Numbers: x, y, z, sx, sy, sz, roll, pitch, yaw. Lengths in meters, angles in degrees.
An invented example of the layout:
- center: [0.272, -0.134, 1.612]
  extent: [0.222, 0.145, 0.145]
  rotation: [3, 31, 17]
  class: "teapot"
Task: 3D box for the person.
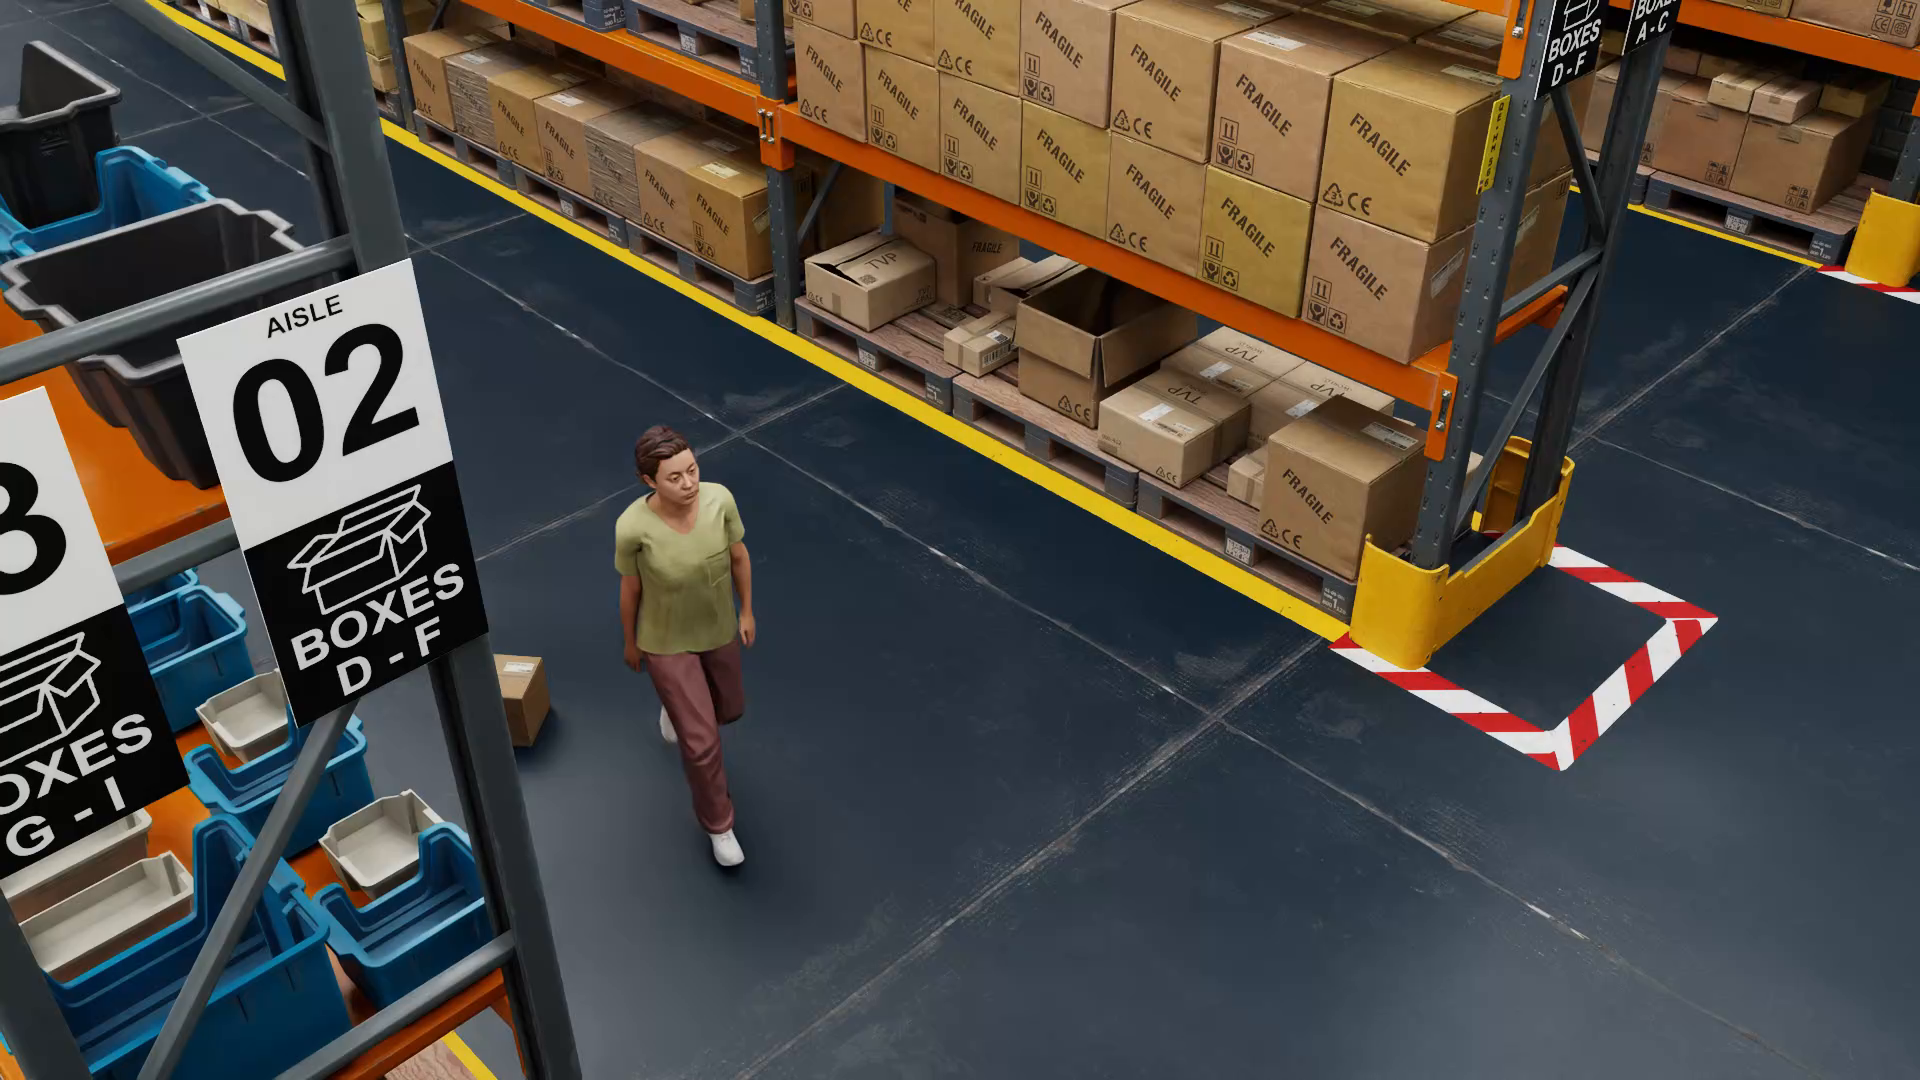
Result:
- center: [-0.943, 0.284, 5.752]
  extent: [0.463, 1.628, 0.862]
  rotation: [-20, 40, -25]
  class: "person"
